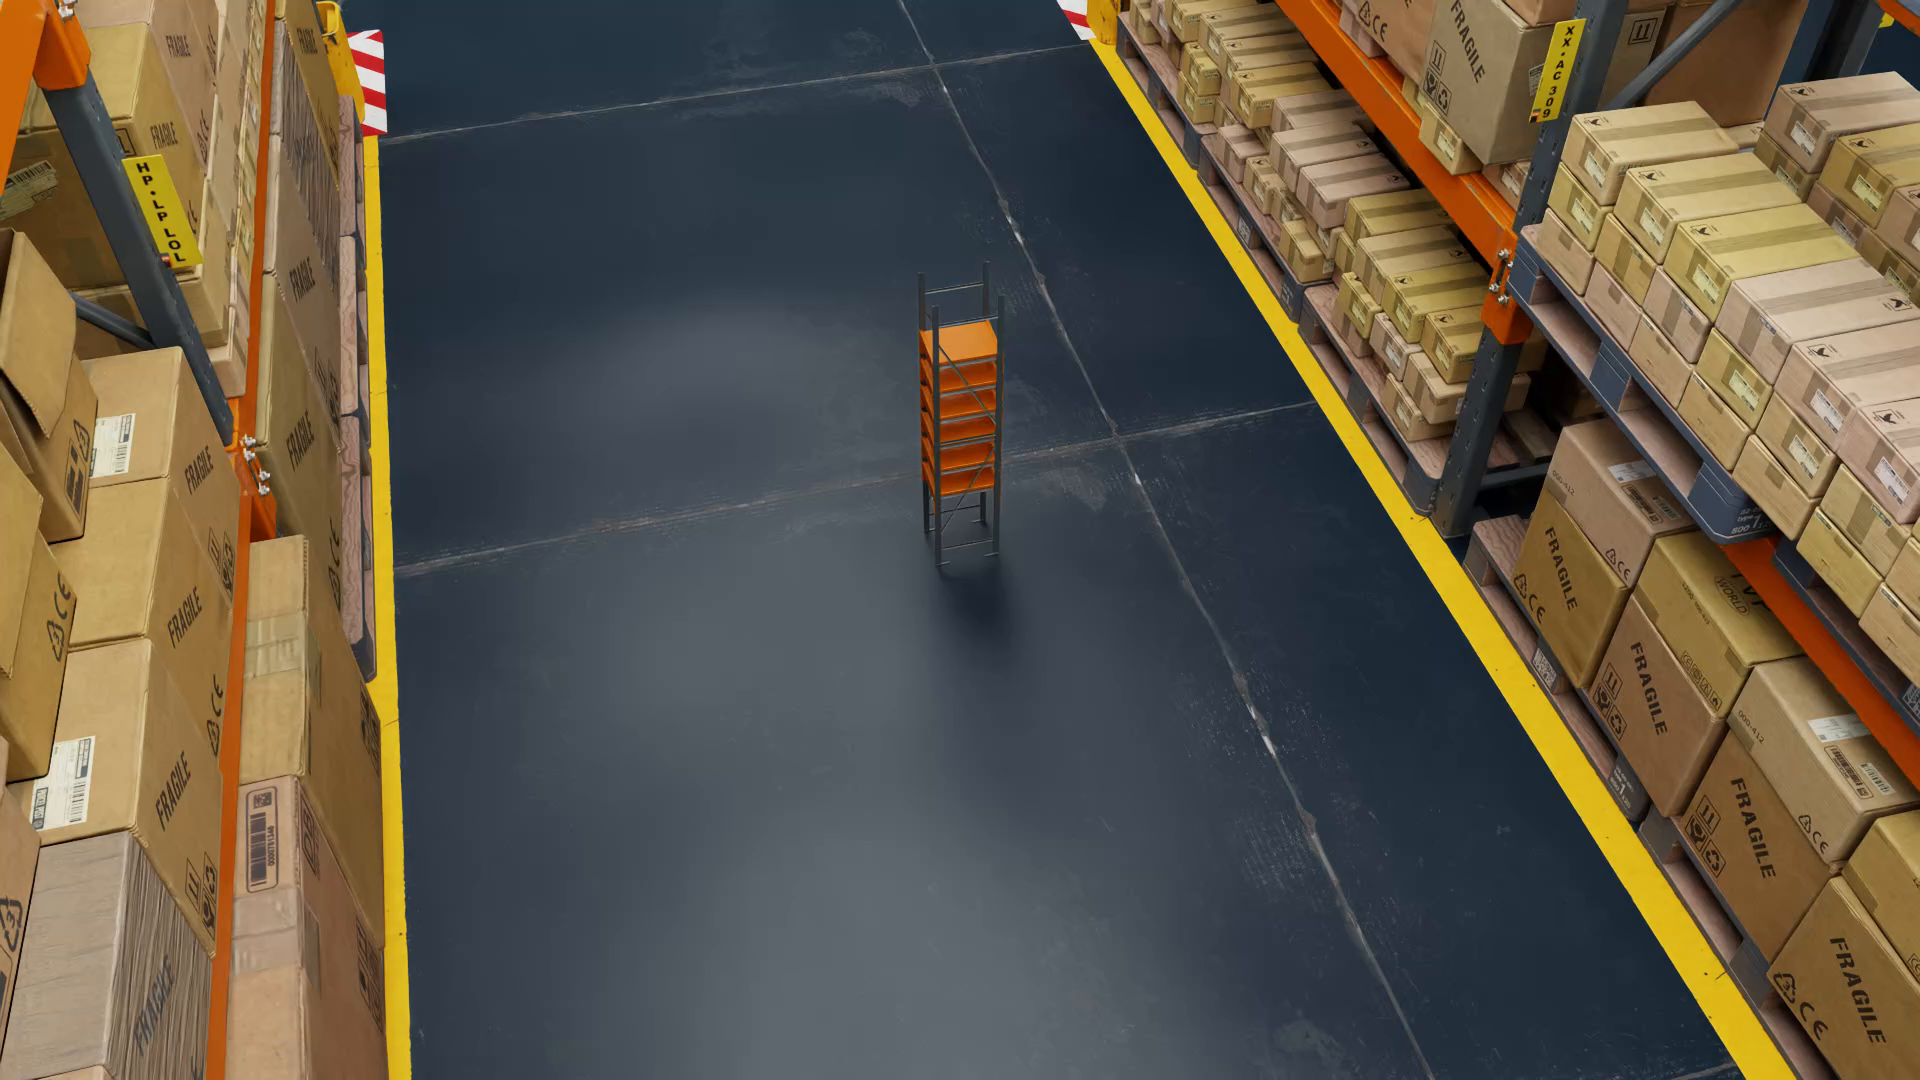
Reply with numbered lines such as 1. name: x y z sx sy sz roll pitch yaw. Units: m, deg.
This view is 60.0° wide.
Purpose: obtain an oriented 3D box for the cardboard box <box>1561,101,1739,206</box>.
1. cardboard box: 1.939 -1.091 4.684 0.380 0.149 0.250 -9 46 -8

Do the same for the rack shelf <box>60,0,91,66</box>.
1. rack shelf: -3.050 -2.522 5.024 1.077 0.370 4.000 -11 47 -10

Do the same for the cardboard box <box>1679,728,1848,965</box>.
1. cardboard box: 2.499 0.831 4.792 0.500 0.500 0.500 -10 46 -10

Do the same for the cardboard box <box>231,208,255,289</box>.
1. cardboard box: -2.428 -0.883 5.191 0.380 0.149 0.250 -9 46 -9

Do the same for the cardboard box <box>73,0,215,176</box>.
1. cardboard box: -2.532 -1.376 4.870 0.500 0.500 0.500 -11 47 -10

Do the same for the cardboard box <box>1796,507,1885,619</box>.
1. cardboard box: 2.278 0.018 4.014 0.380 0.149 0.250 -11 47 -11

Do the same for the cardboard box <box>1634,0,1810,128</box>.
1. cardboard box: 2.399 -1.707 5.544 0.500 0.500 0.500 -11 47 -11

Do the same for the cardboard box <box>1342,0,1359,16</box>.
1. cardboard box: 1.628 -2.304 6.129 0.500 0.500 0.500 -11 47 -11

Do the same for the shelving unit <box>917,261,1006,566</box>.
1. shelving unit: 0.004 -0.410 5.812 0.258 1.200 0.189 -11 47 -10

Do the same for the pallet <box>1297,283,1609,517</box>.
1. pallet: 2.076 -0.661 6.750 1.003 0.211 1.213 -11 47 -10

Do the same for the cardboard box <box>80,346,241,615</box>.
1. cardboard box: -2.154 -0.105 4.182 0.500 0.500 0.500 -11 47 -10

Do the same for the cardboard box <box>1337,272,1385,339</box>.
1. cardboard box: 1.728 -0.959 6.583 0.380 0.149 0.250 -12 47 -12

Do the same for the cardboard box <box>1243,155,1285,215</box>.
1. cardboard box: 1.492 -1.605 7.425 0.380 0.149 0.250 -11 47 -10

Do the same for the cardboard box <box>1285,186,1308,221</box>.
1. cardboard box: 1.625 -1.511 7.124 0.380 0.149 0.250 -13 47 -12

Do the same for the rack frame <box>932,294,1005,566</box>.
1. rack frame: 0.027 -0.347 5.750 0.240 1.200 0.006 -11 47 -10

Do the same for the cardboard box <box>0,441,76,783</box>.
1. cardboard box: -2.202 0.187 3.194 0.797 0.503 0.637 -10 46 -10

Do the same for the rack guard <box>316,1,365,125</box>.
1. rack guard: -3.568 -2.246 8.101 1.175 0.500 0.348 -11 47 -10

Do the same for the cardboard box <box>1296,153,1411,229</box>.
1. cardboard box: 1.616 -1.438 6.845 0.380 0.149 0.250 -13 47 -12

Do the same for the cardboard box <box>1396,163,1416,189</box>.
1. cardboard box: 2.133 -1.629 7.240 0.380 0.149 0.250 -11 47 -11

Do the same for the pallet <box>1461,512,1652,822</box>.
1. pallet: 2.483 0.333 5.775 1.003 0.211 1.213 -11 47 -10

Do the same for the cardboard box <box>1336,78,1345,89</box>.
1. cardboard box: 1.925 -2.072 7.466 0.380 0.149 0.250 -12 47 -12

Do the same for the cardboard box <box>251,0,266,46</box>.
1. cardboard box: -2.823 -1.947 6.234 0.380 0.149 0.250 -11 47 -10

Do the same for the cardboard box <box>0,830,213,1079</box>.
1. cardboard box: -1.770 0.944 3.154 0.500 0.500 0.500 -11 47 -10

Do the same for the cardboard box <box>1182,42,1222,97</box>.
1. cardboard box: 1.269 -2.237 7.836 0.380 0.149 0.250 -9 46 -9

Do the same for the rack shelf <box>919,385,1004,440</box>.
1. rack shelf: 0.004 -0.463 5.758 0.258 0.103 0.180 -11 47 -10

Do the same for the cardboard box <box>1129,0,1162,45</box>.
1. cardboard box: 1.083 -2.670 8.469 0.380 0.149 0.250 -10 46 -10

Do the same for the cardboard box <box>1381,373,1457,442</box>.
1. cardboard box: 1.853 -0.537 6.379 0.380 0.149 0.250 -10 46 -10

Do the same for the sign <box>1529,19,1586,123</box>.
1. sign: 1.760 -1.378 4.894 0.100 0.325 0.005 -11 47 -10

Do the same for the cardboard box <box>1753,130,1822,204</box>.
1. cardboard box: 2.575 -1.104 4.906 0.380 0.149 0.250 -9 46 -9

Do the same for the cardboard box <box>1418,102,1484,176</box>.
1. cardboard box: 1.812 -1.404 5.702 0.380 0.149 0.250 -12 47 -11

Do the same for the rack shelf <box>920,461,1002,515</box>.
1. rack shelf: 0.004 -0.211 6.015 0.258 0.103 0.180 -11 47 -10

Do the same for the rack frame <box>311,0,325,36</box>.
1. rack frame: -3.562 -3.104 7.192 1.000 3.000 0.127 -11 47 -10

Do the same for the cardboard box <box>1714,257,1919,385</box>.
1. cardboard box: 2.141 -0.549 4.153 0.380 0.149 0.250 -11 47 -11

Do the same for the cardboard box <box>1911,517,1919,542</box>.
1. cardboard box: 2.343 -0.013 3.628 0.380 0.149 0.250 -9 46 -9

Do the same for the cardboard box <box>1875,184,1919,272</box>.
1. cardboard box: 2.708 -0.842 4.440 0.380 0.149 0.250 -12 47 -12

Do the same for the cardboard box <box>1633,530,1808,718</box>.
1. cardboard box: 2.355 0.211 4.874 0.500 0.250 0.500 -10 46 -9

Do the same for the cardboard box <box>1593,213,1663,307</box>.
1. cardboard box: 2.007 -0.808 4.616 0.380 0.149 0.250 -12 47 -11

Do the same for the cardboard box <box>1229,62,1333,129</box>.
1. cardboard box: 1.420 -1.970 7.366 0.380 0.149 0.250 -10 46 -10

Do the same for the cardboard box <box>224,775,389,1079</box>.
1. cardboard box: -2.125 1.309 4.061 1.225 0.875 0.875 -12 47 -12

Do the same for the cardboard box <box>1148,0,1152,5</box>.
1. cardboard box: 1.144 -2.786 8.374 0.380 0.149 0.250 -9 46 -9

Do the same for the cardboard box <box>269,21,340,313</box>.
1. cardboard box: -3.088 -1.452 6.767 0.875 0.875 0.875 -11 47 -10

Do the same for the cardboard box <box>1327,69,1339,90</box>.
1. cardboard box: 1.949 -2.169 7.769 0.380 0.149 0.250 -10 46 -10

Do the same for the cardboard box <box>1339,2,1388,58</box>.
1. cardboard box: 1.660 -1.964 6.251 0.380 0.149 0.250 -13 47 -12

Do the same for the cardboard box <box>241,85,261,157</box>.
1. cardboard box: -2.625 -1.415 5.712 0.380 0.149 0.250 -10 46 -10

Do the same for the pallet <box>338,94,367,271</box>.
1. pallet: -3.282 -1.591 7.661 1.003 0.211 1.213 -11 47 -10

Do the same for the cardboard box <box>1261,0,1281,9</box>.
1. cardboard box: 1.684 -2.692 8.282 0.380 0.149 0.250 -12 47 -11

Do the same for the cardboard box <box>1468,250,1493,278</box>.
1. cardboard box: 2.250 -1.062 6.684 0.380 0.149 0.250 -11 47 -11

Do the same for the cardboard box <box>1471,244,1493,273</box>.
1. cardboard box: 2.269 -1.180 6.591 0.380 0.149 0.250 -11 47 -11

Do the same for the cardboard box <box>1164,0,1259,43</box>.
1. cardboard box: 1.192 -2.509 7.894 0.380 0.149 0.250 -11 47 -10

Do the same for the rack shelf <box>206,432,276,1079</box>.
1. rack shelf: -2.026 1.290 3.389 1.077 0.370 4.000 -11 47 -10

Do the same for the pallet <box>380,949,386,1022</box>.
1. pallet: -2.268 1.152 4.973 1.003 0.211 1.213 -11 47 -10

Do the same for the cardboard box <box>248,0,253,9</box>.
1. cardboard box: -2.922 -2.168 6.171 0.500 0.250 0.500 -12 47 -12

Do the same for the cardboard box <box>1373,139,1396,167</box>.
1. cardboard box: 1.987 -1.695 7.513 0.380 0.149 0.250 -9 46 -9

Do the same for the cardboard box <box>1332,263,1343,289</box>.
1. cardboard box: 1.787 -1.107 6.937 0.380 0.149 0.250 -12 47 -11

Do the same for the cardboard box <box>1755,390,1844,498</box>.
1. cardboard box: 2.212 -0.265 4.083 0.380 0.149 0.250 -9 46 -9

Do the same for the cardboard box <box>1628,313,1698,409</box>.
1. cardboard box: 2.076 -0.519 4.540 0.380 0.149 0.250 -10 46 -10

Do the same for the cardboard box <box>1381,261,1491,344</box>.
1. cardboard box: 1.836 -0.904 6.322 0.380 0.149 0.250 -10 46 -10

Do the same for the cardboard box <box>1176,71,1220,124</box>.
1. cardboard box: 1.259 -2.138 7.947 0.380 0.149 0.250 -10 46 -10

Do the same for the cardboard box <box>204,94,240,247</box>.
1. cardboard box: -2.528 -1.111 5.135 0.500 0.250 0.500 -11 47 -11
